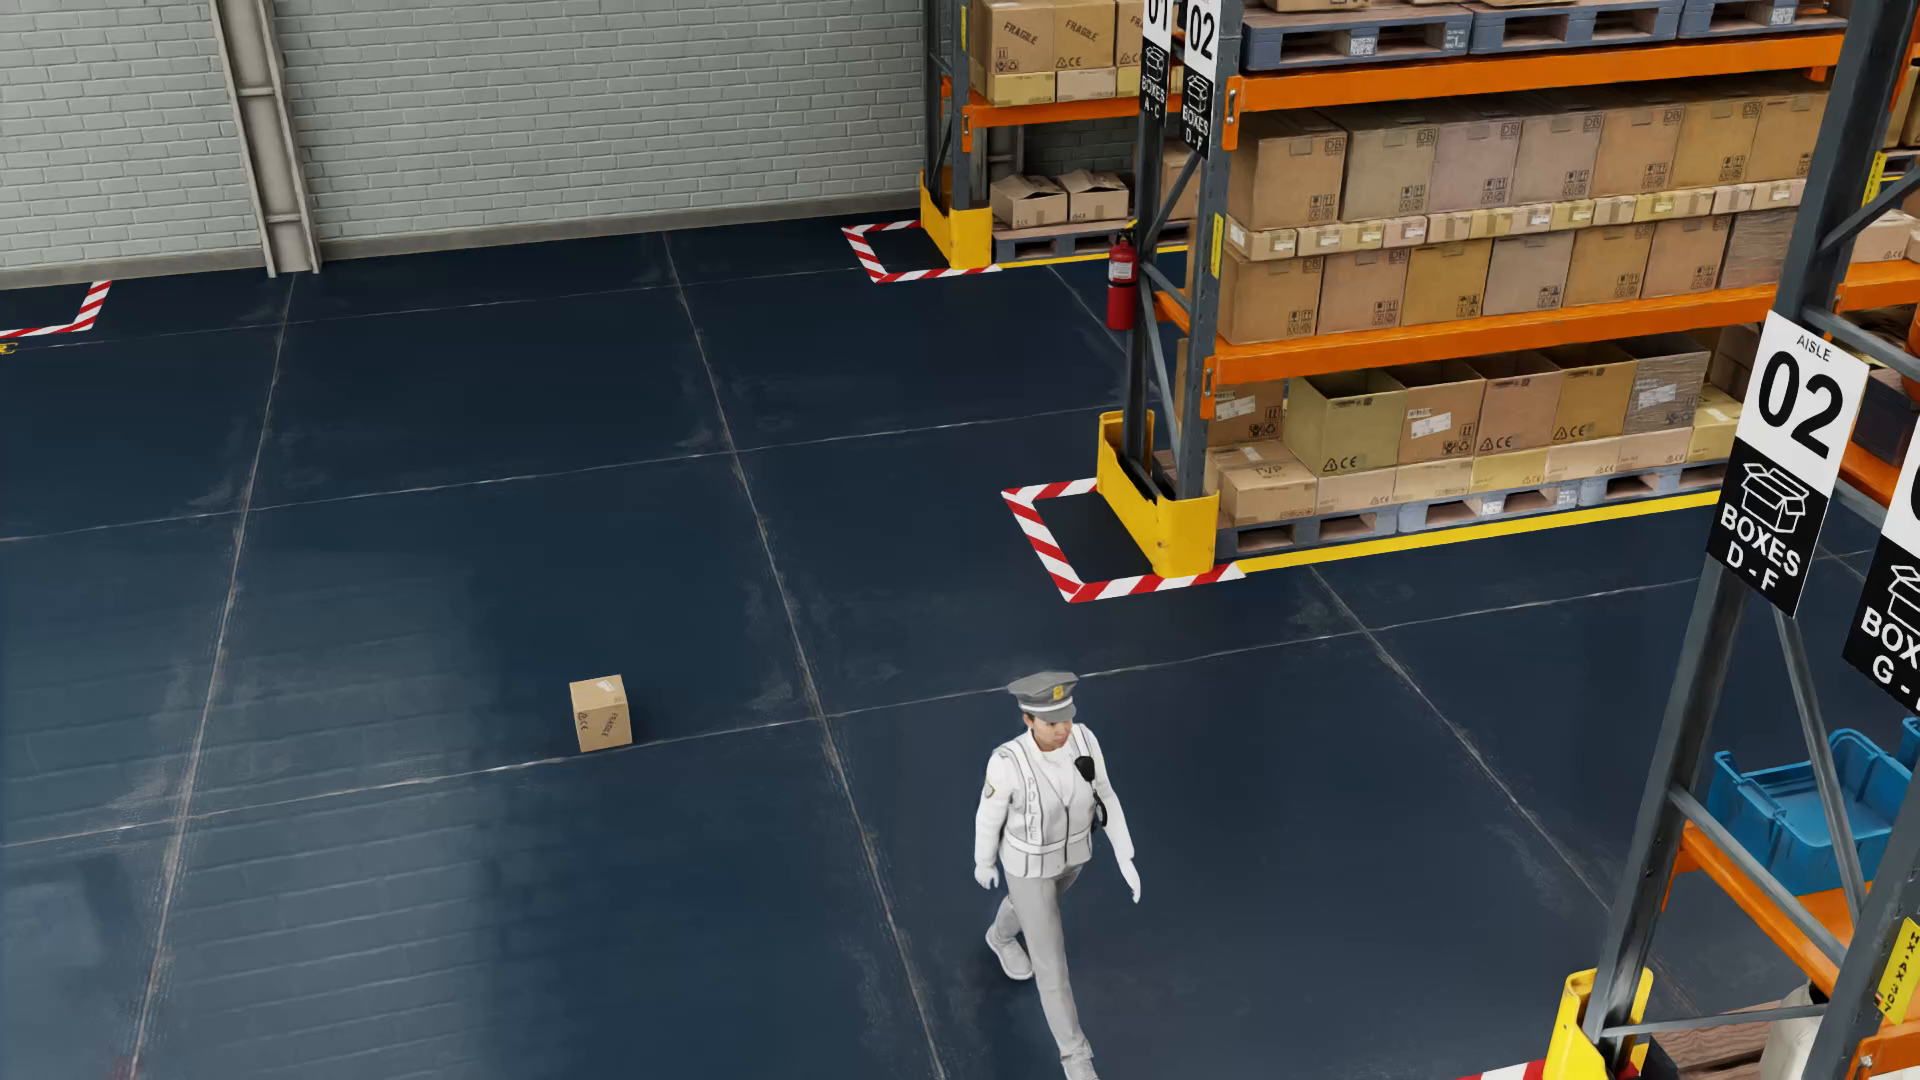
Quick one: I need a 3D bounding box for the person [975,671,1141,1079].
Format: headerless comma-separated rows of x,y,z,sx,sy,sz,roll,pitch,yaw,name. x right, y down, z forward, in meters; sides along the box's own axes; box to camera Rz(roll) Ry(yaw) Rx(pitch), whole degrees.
0.373,1.192,6.149,0.503,1.626,1.012,-18,35,-28,person
